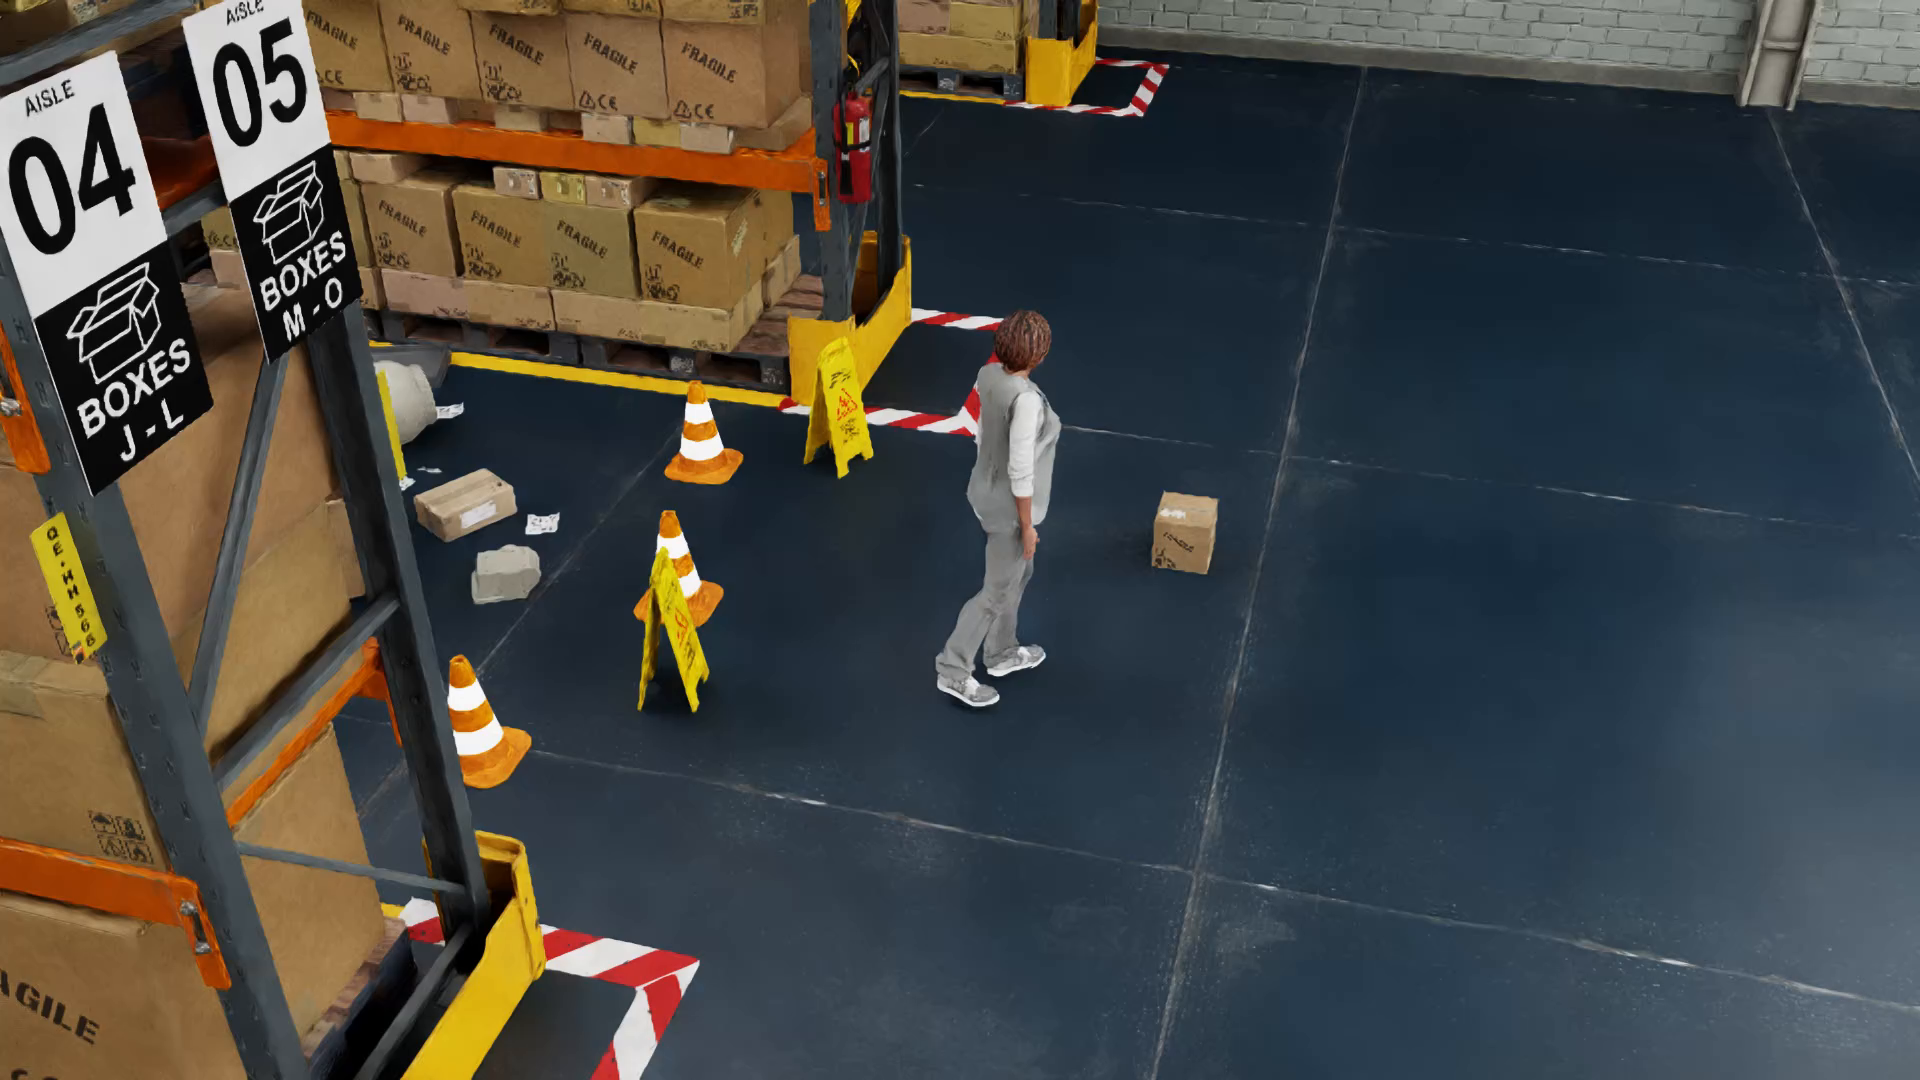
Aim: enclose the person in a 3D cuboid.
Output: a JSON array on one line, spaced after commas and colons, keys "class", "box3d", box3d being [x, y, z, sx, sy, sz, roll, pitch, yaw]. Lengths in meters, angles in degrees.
[{"class": "person", "box3d": [0.127, -0.110, 6.321, 0.499, 1.586, 0.467, -9, 34, -14]}]
